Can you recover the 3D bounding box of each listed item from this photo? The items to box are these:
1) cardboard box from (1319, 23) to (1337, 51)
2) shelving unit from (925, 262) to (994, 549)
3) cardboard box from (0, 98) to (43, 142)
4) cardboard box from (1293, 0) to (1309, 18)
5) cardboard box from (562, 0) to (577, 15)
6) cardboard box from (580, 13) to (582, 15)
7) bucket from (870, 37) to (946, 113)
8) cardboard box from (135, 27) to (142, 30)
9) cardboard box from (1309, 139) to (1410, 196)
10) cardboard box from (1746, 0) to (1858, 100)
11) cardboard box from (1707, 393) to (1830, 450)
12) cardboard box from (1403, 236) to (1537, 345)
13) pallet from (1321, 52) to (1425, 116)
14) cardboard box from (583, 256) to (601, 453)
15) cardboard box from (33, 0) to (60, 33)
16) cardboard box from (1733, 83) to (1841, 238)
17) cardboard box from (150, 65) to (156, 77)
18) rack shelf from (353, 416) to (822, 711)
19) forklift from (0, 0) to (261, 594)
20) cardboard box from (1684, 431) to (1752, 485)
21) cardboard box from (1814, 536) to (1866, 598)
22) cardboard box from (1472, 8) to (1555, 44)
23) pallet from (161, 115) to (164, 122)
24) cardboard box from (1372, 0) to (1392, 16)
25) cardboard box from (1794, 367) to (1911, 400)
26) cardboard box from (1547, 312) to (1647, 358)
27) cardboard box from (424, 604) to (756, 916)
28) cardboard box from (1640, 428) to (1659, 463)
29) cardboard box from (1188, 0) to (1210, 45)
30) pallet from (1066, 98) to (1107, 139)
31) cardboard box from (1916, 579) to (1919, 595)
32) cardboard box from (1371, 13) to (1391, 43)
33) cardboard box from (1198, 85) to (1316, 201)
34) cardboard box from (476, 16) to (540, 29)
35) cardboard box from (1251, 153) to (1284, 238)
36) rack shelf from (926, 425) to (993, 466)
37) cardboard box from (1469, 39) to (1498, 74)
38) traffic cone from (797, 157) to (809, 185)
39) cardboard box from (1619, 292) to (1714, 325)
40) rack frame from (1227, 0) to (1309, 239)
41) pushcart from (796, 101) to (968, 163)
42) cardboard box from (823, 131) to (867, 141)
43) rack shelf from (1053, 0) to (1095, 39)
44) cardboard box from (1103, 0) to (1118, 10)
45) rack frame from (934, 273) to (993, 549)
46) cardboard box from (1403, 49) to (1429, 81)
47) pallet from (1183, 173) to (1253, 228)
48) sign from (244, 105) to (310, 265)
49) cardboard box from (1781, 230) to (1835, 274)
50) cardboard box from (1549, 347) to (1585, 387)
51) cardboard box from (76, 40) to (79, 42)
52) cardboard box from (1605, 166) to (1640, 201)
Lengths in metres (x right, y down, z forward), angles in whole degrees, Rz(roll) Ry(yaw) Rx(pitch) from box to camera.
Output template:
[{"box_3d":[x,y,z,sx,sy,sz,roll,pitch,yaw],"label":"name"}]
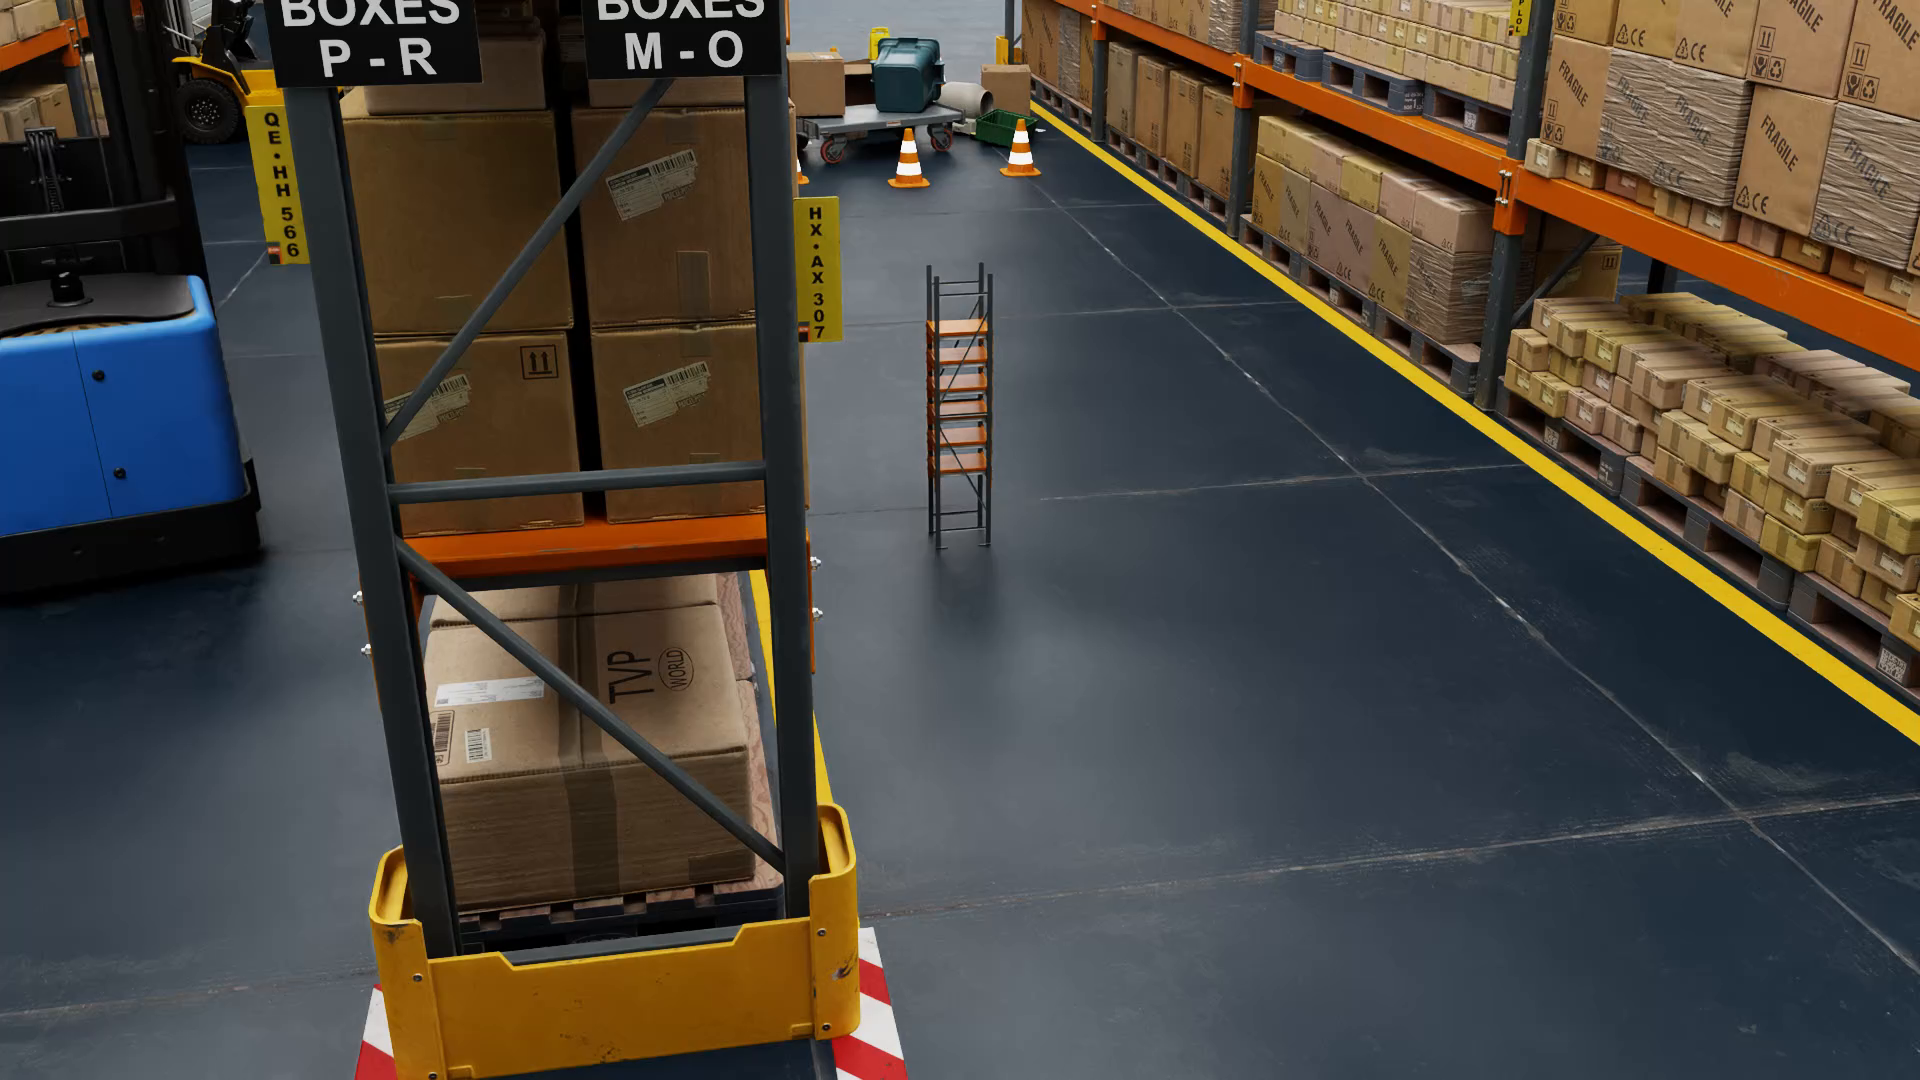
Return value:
[{"box_3d":[2.541,-3.247,10.726,0.380,0.149,0.250,-3,24,-7],"label":"cardboard box"},{"box_3d":[-0.003,-0.556,7.023,0.258,1.200,0.189,-4,24,-10],"label":"shelving unit"},{"box_3d":[-7.714,-3.071,12.975,0.875,0.625,0.625,-5,24,-10],"label":"cardboard box"},{"box_3d":[2.450,-3.580,11.117,0.380,0.149,0.250,-3,24,-7],"label":"cardboard box"},{"box_3d":[-1.580,-1.596,5.782,0.500,0.500,0.500,-4,24,-9],"label":"cardboard box"},{"box_3d":[-0.968,-1.440,5.425,0.500,0.500,0.500,-4,24,-10],"label":"cardboard box"},{"box_3d":[-0.525,-4.331,15.609,0.726,0.611,0.620,4,34,9],"label":"bucket"},{"box_3d":[-8.102,-4.884,16.347,0.500,0.250,0.500,-4,24,-9],"label":"cardboard box"},{"box_3d":[2.568,-2.385,10.623,0.500,0.250,0.500,-4,24,-9],"label":"cardboard box"},{"box_3d":[3.356,-1.944,6.208,0.500,0.500,0.500,-5,24,-12],"label":"cardboard box"},{"box_3d":[3.369,-0.496,6.932,0.380,0.149,0.250,-4,24,-9],"label":"cardboard box"},{"box_3d":[2.861,-1.424,9.362,0.500,0.500,0.500,-5,24,-11],"label":"cardboard box"},{"box_3d":[2.912,-2.815,10.186,1.003,0.211,1.213,-4,24,-10],"label":"pallet"},{"box_3d":[-0.788,-0.578,4.701,0.500,0.500,0.500,-5,24,-11],"label":"cardboard box"},{"box_3d":[-7.607,-4.229,13.372,0.500,0.250,0.500,-4,24,-9],"label":"cardboard box"},{"box_3d":[3.374,-1.470,6.371,0.500,0.500,0.500,-3,24,-7],"label":"cardboard box"},{"box_3d":[-8.012,-4.446,15.969,0.500,0.250,0.500,-4,24,-10],"label":"cardboard box"},{"box_3d":[-1.231,-0.582,5.734,1.077,0.370,4.000,-4,24,-10],"label":"rack shelf"},{"box_3d":[-4.060,-1.682,7.440,1.130,2.935,3.031,-11,26,-24],"label":"forklift"},{"box_3d":[3.293,-0.356,6.982,0.380,0.149,0.250,-4,24,-9],"label":"cardboard box"},{"box_3d":[3.513,0.091,6.331,0.380,0.149,0.250,-4,24,-9],"label":"cardboard box"},{"box_3d":[2.929,-2.704,8.739,0.380,0.149,0.250,-5,24,-11],"label":"cardboard box"},{"box_3d":[-8.292,-3.996,16.134,1.003,0.211,1.213,-4,24,-10],"label":"pallet"},{"box_3d":[2.688,-3.217,9.913,0.380,0.149,0.250,-5,24,-10],"label":"cardboard box"},{"box_3d":[3.880,-0.635,7.250,0.380,0.149,0.250,-5,24,-12],"label":"cardboard box"},{"box_3d":[3.098,-1.000,8.085,0.380,0.149,0.250,-3,24,-7],"label":"cardboard box"},{"box_3d":[-1.081,0.604,4.795,0.875,0.438,0.875,-5,24,-12],"label":"cardboard box"},{"box_3d":[3.323,-0.426,7.514,0.380,0.149,0.250,-5,24,-12],"label":"cardboard box"},{"box_3d":[2.068,-4.078,12.713,0.500,0.500,0.500,-4,24,-10],"label":"cardboard box"},{"box_3d":[1.702,-4.278,16.783,1.003,0.211,1.213,-4,24,-10],"label":"pallet"},{"box_3d":[3.612,0.153,5.818,0.380,0.149,0.250,-5,24,-11],"label":"cardboard box"},{"box_3d":[2.691,-3.074,9.959,0.380,0.149,0.250,-3,24,-8],"label":"cardboard box"},{"box_3d":[2.482,-3.086,12.854,1.050,0.750,0.750,-5,24,-10],"label":"cardboard box"},{"box_3d":[-1.195,-1.151,3.953,0.380,0.149,0.250,-4,24,-9],"label":"cardboard box"},{"box_3d":[2.386,-2.428,11.660,0.500,0.500,0.500,-5,24,-12],"label":"cardboard box"},{"box_3d":[-0.003,-0.405,7.089,0.258,0.103,0.180,-4,24,-10],"label":"rack shelf"},{"box_3d":[2.928,-2.564,8.790,0.380,0.149,0.250,-4,24,-9],"label":"cardboard box"},{"box_3d":[-1.475,-3.299,14.225,0.336,0.463,0.334,-4,24,-10],"label":"traffic cone"},{"box_3d":[3.567,-1.143,8.413,0.380,0.149,0.250,-4,24,-8],"label":"cardboard box"},{"box_3d":[2.506,-3.678,11.924,1.000,3.000,0.127,-4,24,-10],"label":"rack frame"},{"box_3d":[-0.848,-3.832,15.553,1.648,0.377,0.936,-13,27,-28],"label":"pushcart"},{"box_3d":[-1.121,-4.072,16.241,0.396,0.266,0.258,18,29,36],"label":"cardboard box"},{"box_3d":[1.396,-5.708,17.471,1.077,0.370,4.000,-4,24,-10],"label":"rack shelf"},{"box_3d":[1.599,-5.071,14.987,0.500,0.500,0.500,-4,24,-9],"label":"cardboard box"},{"box_3d":[0.014,-0.520,6.940,0.240,1.200,0.006,-4,24,-10],"label":"rack frame"},{"box_3d":[2.782,-2.732,9.546,0.380,0.149,0.250,-5,24,-12],"label":"cardboard box"},{"box_3d":[2.434,-2.716,13.205,1.003,0.211,1.213,-4,24,-10],"label":"pallet"},{"box_3d":[-1.397,-0.730,3.431,0.100,0.325,0.005,-4,24,-10],"label":"sign"},{"box_3d":[3.430,-1.140,6.426,0.380,0.149,0.250,-4,24,-9],"label":"cardboard box"},{"box_3d":[3.133,-0.868,8.155,0.380,0.149,0.250,-4,24,-9],"label":"cardboard box"},{"box_3d":[-8.427,-4.445,15.340,0.500,0.250,0.500,-4,24,-9],"label":"cardboard box"},{"box_3d":[3.198,-1.657,7.610,0.380,0.149,0.250,-5,24,-12],"label":"cardboard box"}]
